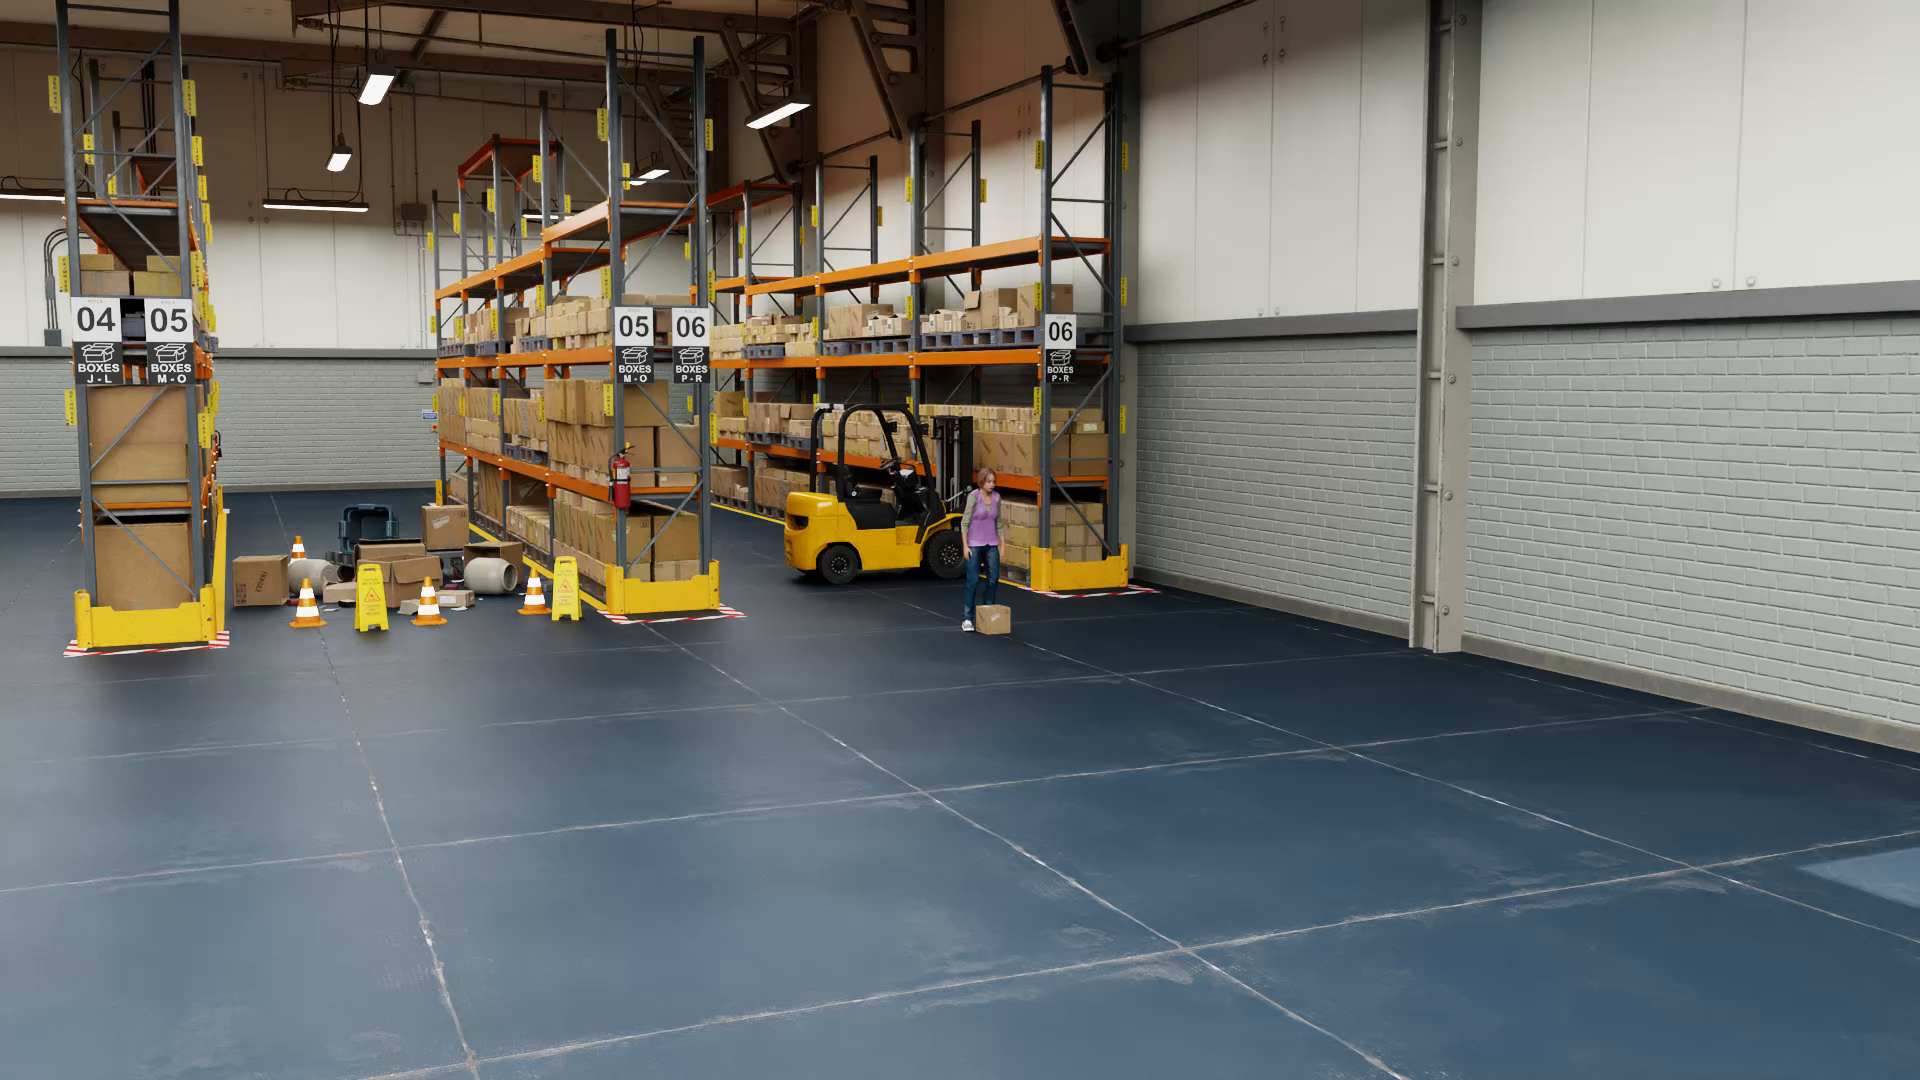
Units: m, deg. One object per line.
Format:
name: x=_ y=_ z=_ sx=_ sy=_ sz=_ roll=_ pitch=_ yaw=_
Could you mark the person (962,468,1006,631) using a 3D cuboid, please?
person: x=0.222 y=0.085 z=16.346 sx=0.474 sy=1.593 sz=0.345 roll=-3 pitch=6 yaw=-26
